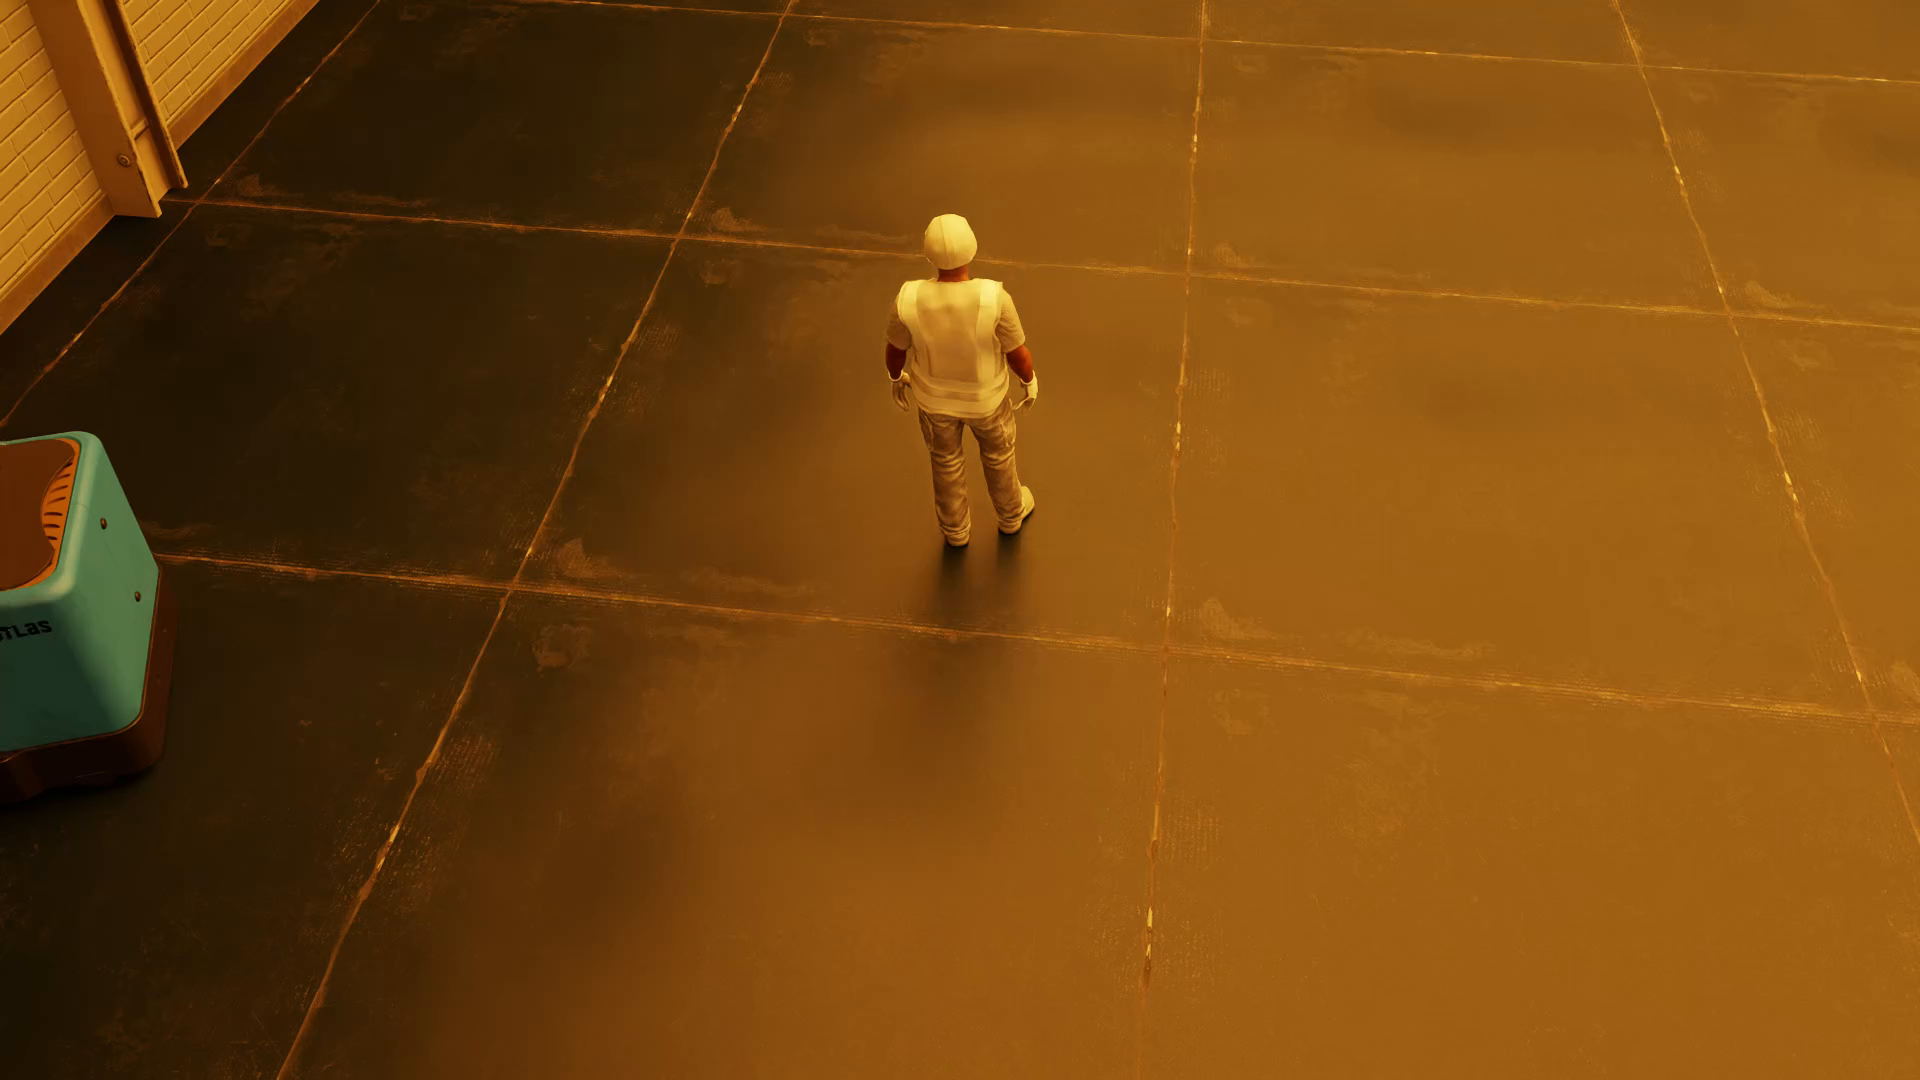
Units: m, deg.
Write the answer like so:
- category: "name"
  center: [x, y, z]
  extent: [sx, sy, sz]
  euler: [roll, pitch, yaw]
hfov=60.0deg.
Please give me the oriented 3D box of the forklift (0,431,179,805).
- category: "forklift"
  center: [-4.855, -0.181, 5.921]
  extent: [3.031, 2.935, 1.130]
  euler: [-10, 44, -11]

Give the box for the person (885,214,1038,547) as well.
- category: "person"
  center: [0.018, -0.710, 7.335]
  extent: [0.657, 1.785, 0.575]
  euler: [5, 43, 6]
